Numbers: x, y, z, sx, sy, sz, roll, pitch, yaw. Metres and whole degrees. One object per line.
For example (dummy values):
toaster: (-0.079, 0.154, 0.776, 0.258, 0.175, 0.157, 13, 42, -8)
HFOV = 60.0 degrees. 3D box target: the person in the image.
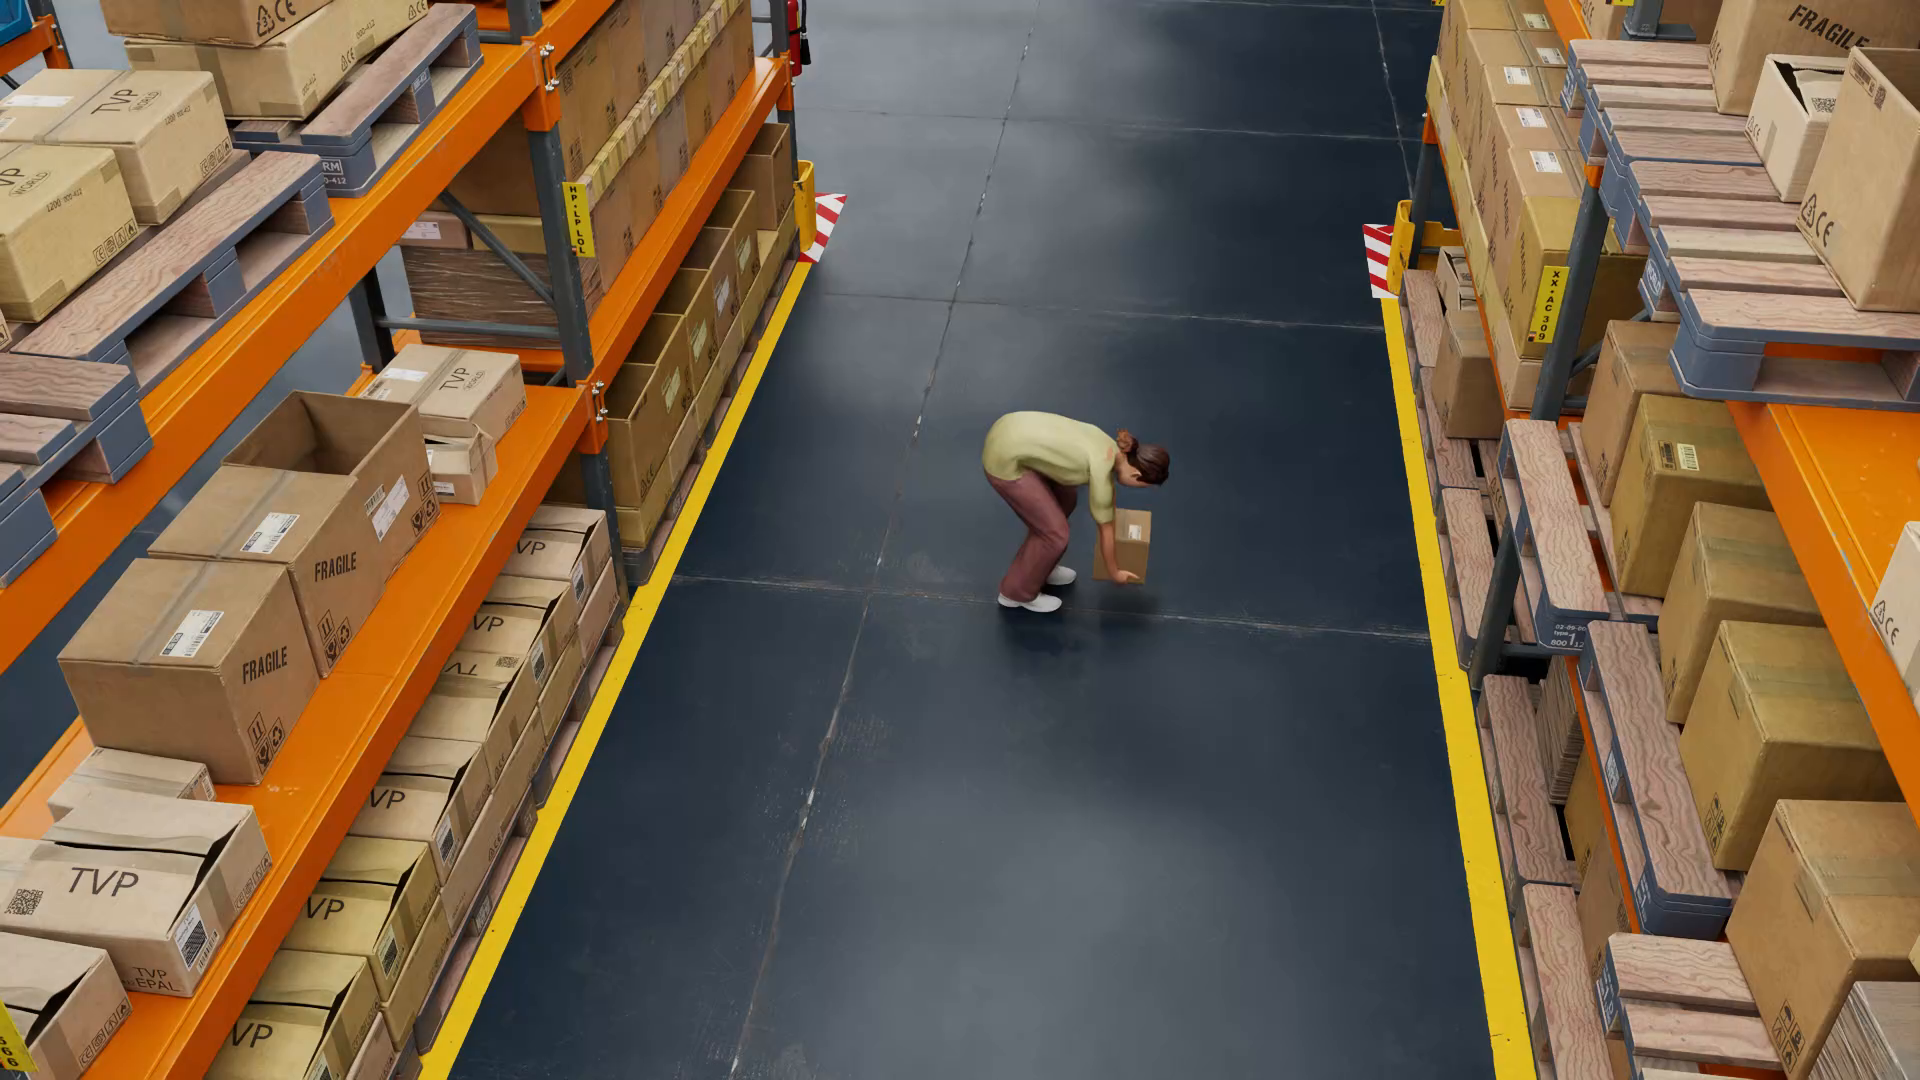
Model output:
person: (0.532, -0.134, 7.806, 0.863, 0.985, 0.439, 3, 36, 4)
